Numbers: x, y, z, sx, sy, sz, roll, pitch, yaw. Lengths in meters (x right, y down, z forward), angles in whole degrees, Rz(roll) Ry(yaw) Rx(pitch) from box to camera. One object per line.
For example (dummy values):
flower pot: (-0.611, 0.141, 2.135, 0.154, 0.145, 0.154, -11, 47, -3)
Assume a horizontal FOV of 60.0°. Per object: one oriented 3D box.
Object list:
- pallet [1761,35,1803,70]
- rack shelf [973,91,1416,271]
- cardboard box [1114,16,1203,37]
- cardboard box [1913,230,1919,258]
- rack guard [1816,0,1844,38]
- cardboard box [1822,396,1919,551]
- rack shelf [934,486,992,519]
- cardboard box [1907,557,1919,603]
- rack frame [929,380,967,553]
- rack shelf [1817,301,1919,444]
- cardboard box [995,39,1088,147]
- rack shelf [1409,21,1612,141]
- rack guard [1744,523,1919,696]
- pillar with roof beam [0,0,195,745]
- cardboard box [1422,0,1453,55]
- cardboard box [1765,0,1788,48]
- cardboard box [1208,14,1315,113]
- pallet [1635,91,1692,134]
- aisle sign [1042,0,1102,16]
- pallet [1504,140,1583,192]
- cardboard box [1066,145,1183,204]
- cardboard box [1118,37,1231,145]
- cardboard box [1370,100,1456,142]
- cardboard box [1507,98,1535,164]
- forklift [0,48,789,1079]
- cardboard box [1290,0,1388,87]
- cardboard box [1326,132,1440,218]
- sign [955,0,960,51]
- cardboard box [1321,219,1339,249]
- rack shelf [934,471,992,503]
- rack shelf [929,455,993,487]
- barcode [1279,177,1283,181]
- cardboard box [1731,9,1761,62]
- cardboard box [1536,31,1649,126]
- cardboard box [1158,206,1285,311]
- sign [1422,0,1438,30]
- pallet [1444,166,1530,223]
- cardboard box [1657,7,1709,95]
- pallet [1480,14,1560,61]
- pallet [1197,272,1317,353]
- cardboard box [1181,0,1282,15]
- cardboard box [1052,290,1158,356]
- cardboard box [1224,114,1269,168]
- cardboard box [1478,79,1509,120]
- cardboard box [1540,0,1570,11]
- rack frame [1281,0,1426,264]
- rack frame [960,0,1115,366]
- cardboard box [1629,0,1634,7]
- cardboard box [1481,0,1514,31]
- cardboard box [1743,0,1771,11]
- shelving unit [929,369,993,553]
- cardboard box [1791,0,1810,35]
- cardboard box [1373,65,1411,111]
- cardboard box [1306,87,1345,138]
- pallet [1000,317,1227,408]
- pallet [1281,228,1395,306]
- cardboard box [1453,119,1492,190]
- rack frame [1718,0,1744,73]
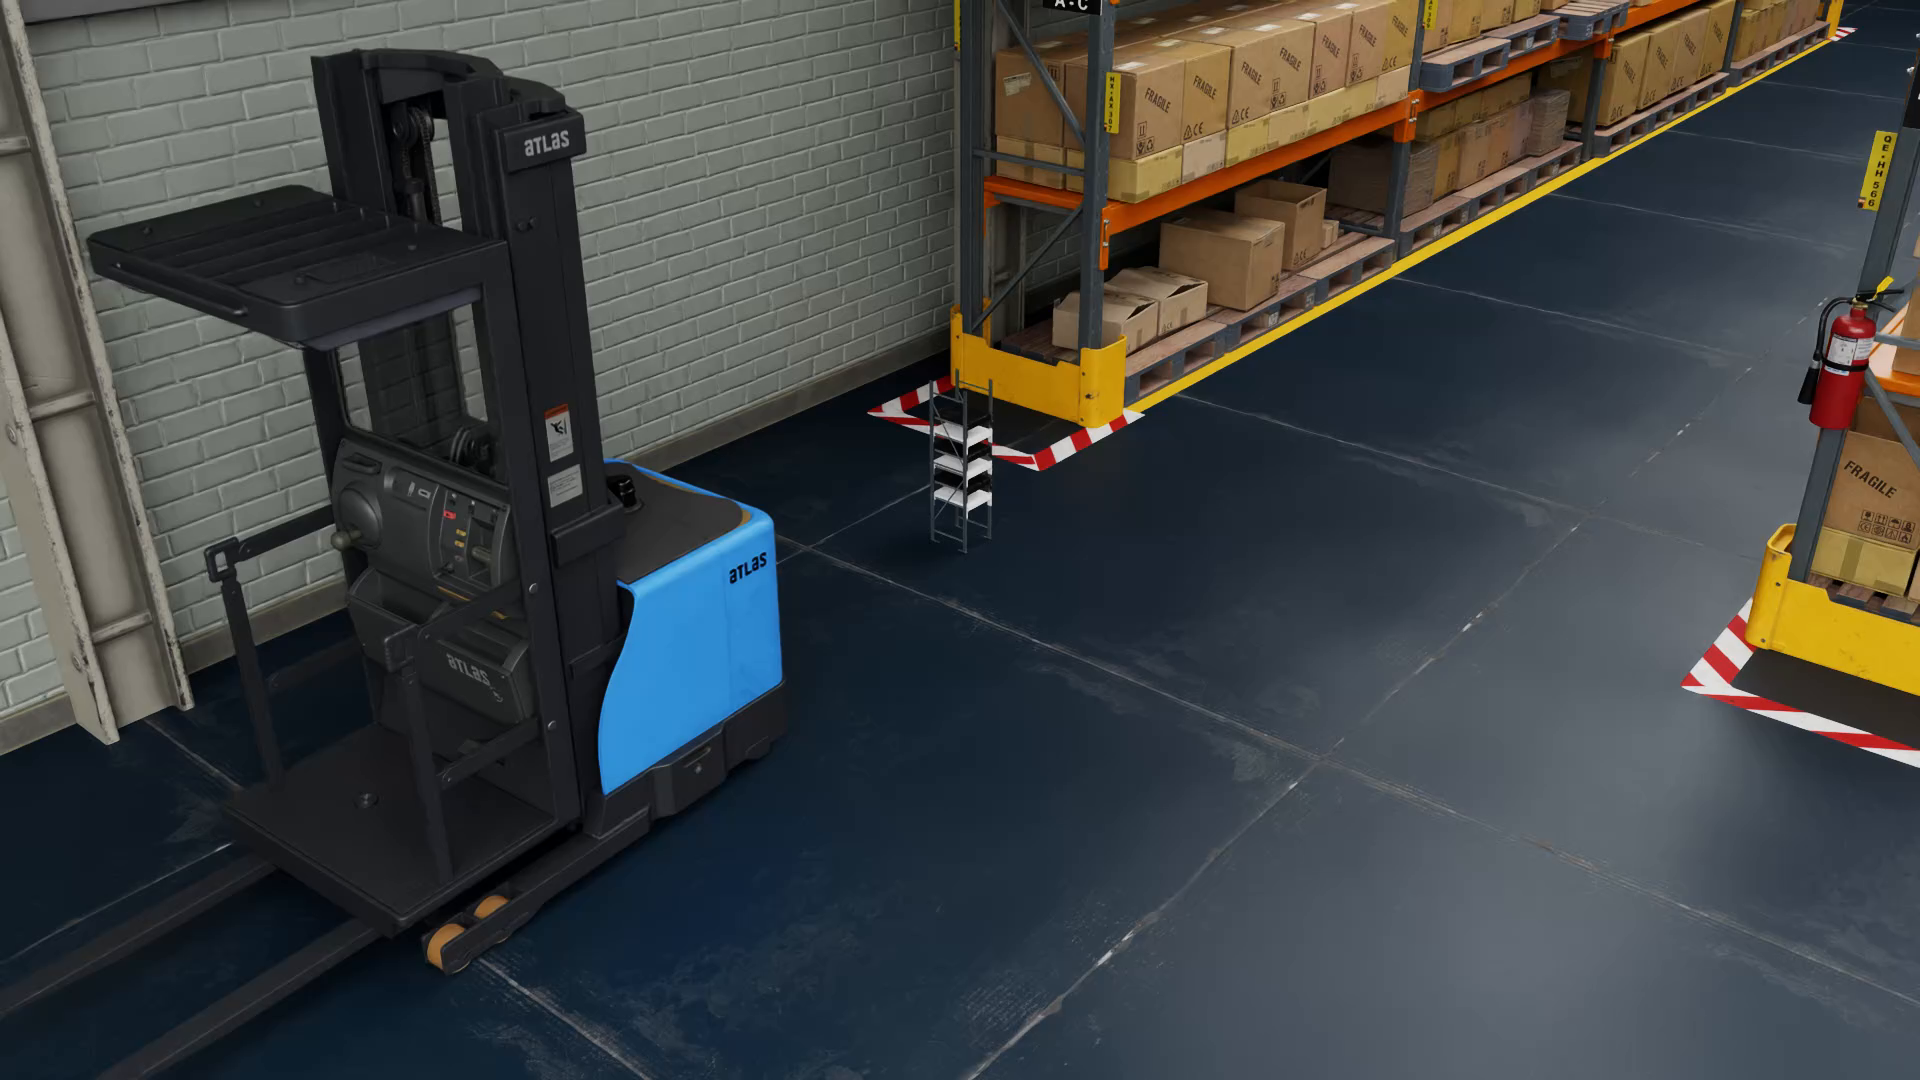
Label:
pallet: (9.377, -5.899, 19.923, 1.003, 0.211, 1.213, 21, 34, 34)
rack shelf: (1.696, -2.591, 11.277, 1.077, 0.370, 4.000, 21, 34, 34)
cardboard box: (1.213, -3.066, 10.738, 0.500, 0.500, 0.500, 20, 33, 33)
cardboard box: (4.345, -1.279, 7.142, 0.380, 0.149, 0.250, 20, 33, 34)
rack guard: (10.617, -6.773, 21.297, 1.175, 0.500, 0.348, 21, 34, 34)
cardboard box: (4.361, -0.330, 7.844, 0.500, 0.500, 0.500, 21, 34, 34)
rack shelf: (0.005, -0.213, 8.647, 0.258, 0.077, 0.200, 21, 34, 34)
cardboard box: (4.762, 0.155, 7.722, 0.500, 0.250, 0.500, 21, 34, 34)
rack frame: (-0.059, -0.367, 8.479, 0.240, 0.900, 0.006, 21, 34, 34)
rack shelf: (5.521, -1.145, 8.481, 1.077, 0.370, 4.000, 21, 34, 34)
cardboard box: (0.560, -2.706, 10.042, 0.500, 0.500, 0.500, 20, 34, 34)
rack shelf: (4.241, -4.009, 14.018, 1.077, 0.370, 4.000, 21, 34, 34)
rack guard: (4.234, 0.364, 7.503, 1.175, 0.500, 0.348, 21, 34, 34)
pillar with roof beam: (-0.292, -1.982, 2.787, 9.100, 9.000, 0.400, 21, 34, 34)
cardboard box: (3.319, -4.030, 12.688, 0.700, 0.500, 0.500, 21, 34, 35)
cardboard box: (9.262, -6.126, 19.591, 0.700, 0.500, 0.500, 22, 34, 36)
cardboard box: (1.935, -3.098, 10.800, 0.500, 0.500, 0.500, 22, 35, 36)
pallet: (6.849, -4.487, 17.195, 1.003, 0.211, 1.213, 21, 34, 34)
aisle sign: (0.610, -3.243, 8.925, 0.394, 0.787, 0.004, 21, 34, 34)
pallet: (5.015, -3.523, 15.330, 1.003, 0.211, 1.213, 21, 34, 34)
cardboard box: (0.980, -2.224, 9.926, 0.500, 0.250, 0.500, 20, 33, 33)
cardboard box: (1.282, -2.731, 10.089, 0.500, 0.500, 0.500, 21, 34, 35)
cardboard box: (3.701, -3.461, 13.601, 0.500, 0.250, 0.500, 20, 33, 33)
cardboard box: (4.678, -3.704, 14.887, 0.700, 0.500, 0.500, 21, 34, 34)
forklift: (-2.008, -0.043, 5.643, 1.130, 2.935, 3.031, 19, 33, 32)
cardboard box: (2.593, -3.458, 11.496, 0.500, 0.500, 0.500, 21, 34, 34)
cardboard box: (3.424, -2.971, 13.469, 0.700, 0.500, 0.500, 22, 35, 36)
sign: (0.009, -3.025, 9.730, 0.100, 0.325, 0.005, 21, 34, 34)
cardboard box: (2.651, -2.358, 12.649, 0.380, 0.166, 0.250, 16, 31, 28)
rack shelf: (0.005, -0.293, 8.605, 0.258, 0.077, 0.200, 21, 34, 34)
rack shelf: (0.005, -0.373, 8.564, 0.258, 0.077, 0.200, 21, 34, 34)
barcode: (2.440, -2.726, 12.648, 0.001, 0.075, 0.075, 21, 34, 34)
cardboard box: (8.612, -5.768, 18.898, 0.700, 0.500, 0.500, 21, 34, 35)
cardboard box: (6.082, -4.492, 16.051, 0.750, 0.750, 0.750, 20, 34, 34)
cardboard box: (1.802, -1.953, 11.503, 0.700, 0.500, 0.500, 18, 33, 31)
sign: (3.392, -3.848, 11.982, 0.100, 0.325, 0.005, 21, 34, 34)
pallet: (4.238, -3.092, 14.497, 1.003, 0.211, 1.213, 21, 34, 34)
cardboard box: (7.181, -5.103, 17.233, 0.750, 0.750, 0.750, 22, 35, 36)
pallet: (4.285, -4.239, 13.888, 1.003, 0.211, 1.213, 21, 34, 34)
pallet: (1.793, -1.698, 11.803, 1.003, 0.211, 1.213, 21, 34, 34)
cardboard box: (1.855, -3.432, 11.445, 0.500, 0.500, 0.500, 22, 34, 36)
cardboard box: (0.934, -1.422, 10.681, 0.500, 0.311, 0.500, 17, 32, 29)
cardboard box: (1.628, -2.591, 10.636, 0.500, 0.250, 0.500, 20, 34, 34)
cardboard box: (4.361, -3.818, 14.291, 0.500, 0.250, 0.500, 21, 34, 34)
cardboard box: (4.887, -4.902, 14.374, 0.700, 0.500, 0.500, 17, 32, 30)
rack frame: (2.969, -3.620, 12.482, 1.000, 3.000, 0.127, 21, 34, 34)
rack frame: (0.424, -2.201, 9.741, 1.000, 3.000, 0.127, 21, 34, 34)
cardboard box: (6.068, -5.071, 15.539, 0.380, 0.149, 0.250, 21, 34, 35)
cardboard box: (4.074, -4.469, 13.536, 0.500, 0.500, 0.700, -23, 35, -37)
cardboard box: (8.971, -6.124, 18.880, 0.380, 0.149, 0.250, 22, 35, 36)
shelving unit: (0.005, -0.403, 8.549, 0.258, 0.900, 0.210, 21, 34, 34)
cardboard box: (9.915, -6.496, 20.305, 0.700, 0.500, 0.500, 21, 34, 34)
cardboard box: (2.901, -3.305, 12.016, 0.500, 0.250, 0.500, 21, 34, 35)
cardboard box: (2.270, -2.948, 11.326, 0.500, 0.250, 0.500, 21, 34, 34)
pallet: (1.017, -1.268, 10.971, 1.003, 0.211, 1.213, 21, 34, 34)
pallet: (2.569, -2.133, 12.643, 1.003, 0.211, 1.213, 21, 34, 34)
cardboard box: (4.070, -3.338, 14.179, 0.700, 0.500, 0.500, 21, 34, 35)
rack frame: (8.057, -6.456, 17.965, 1.000, 3.000, 0.127, 21, 34, 34)
